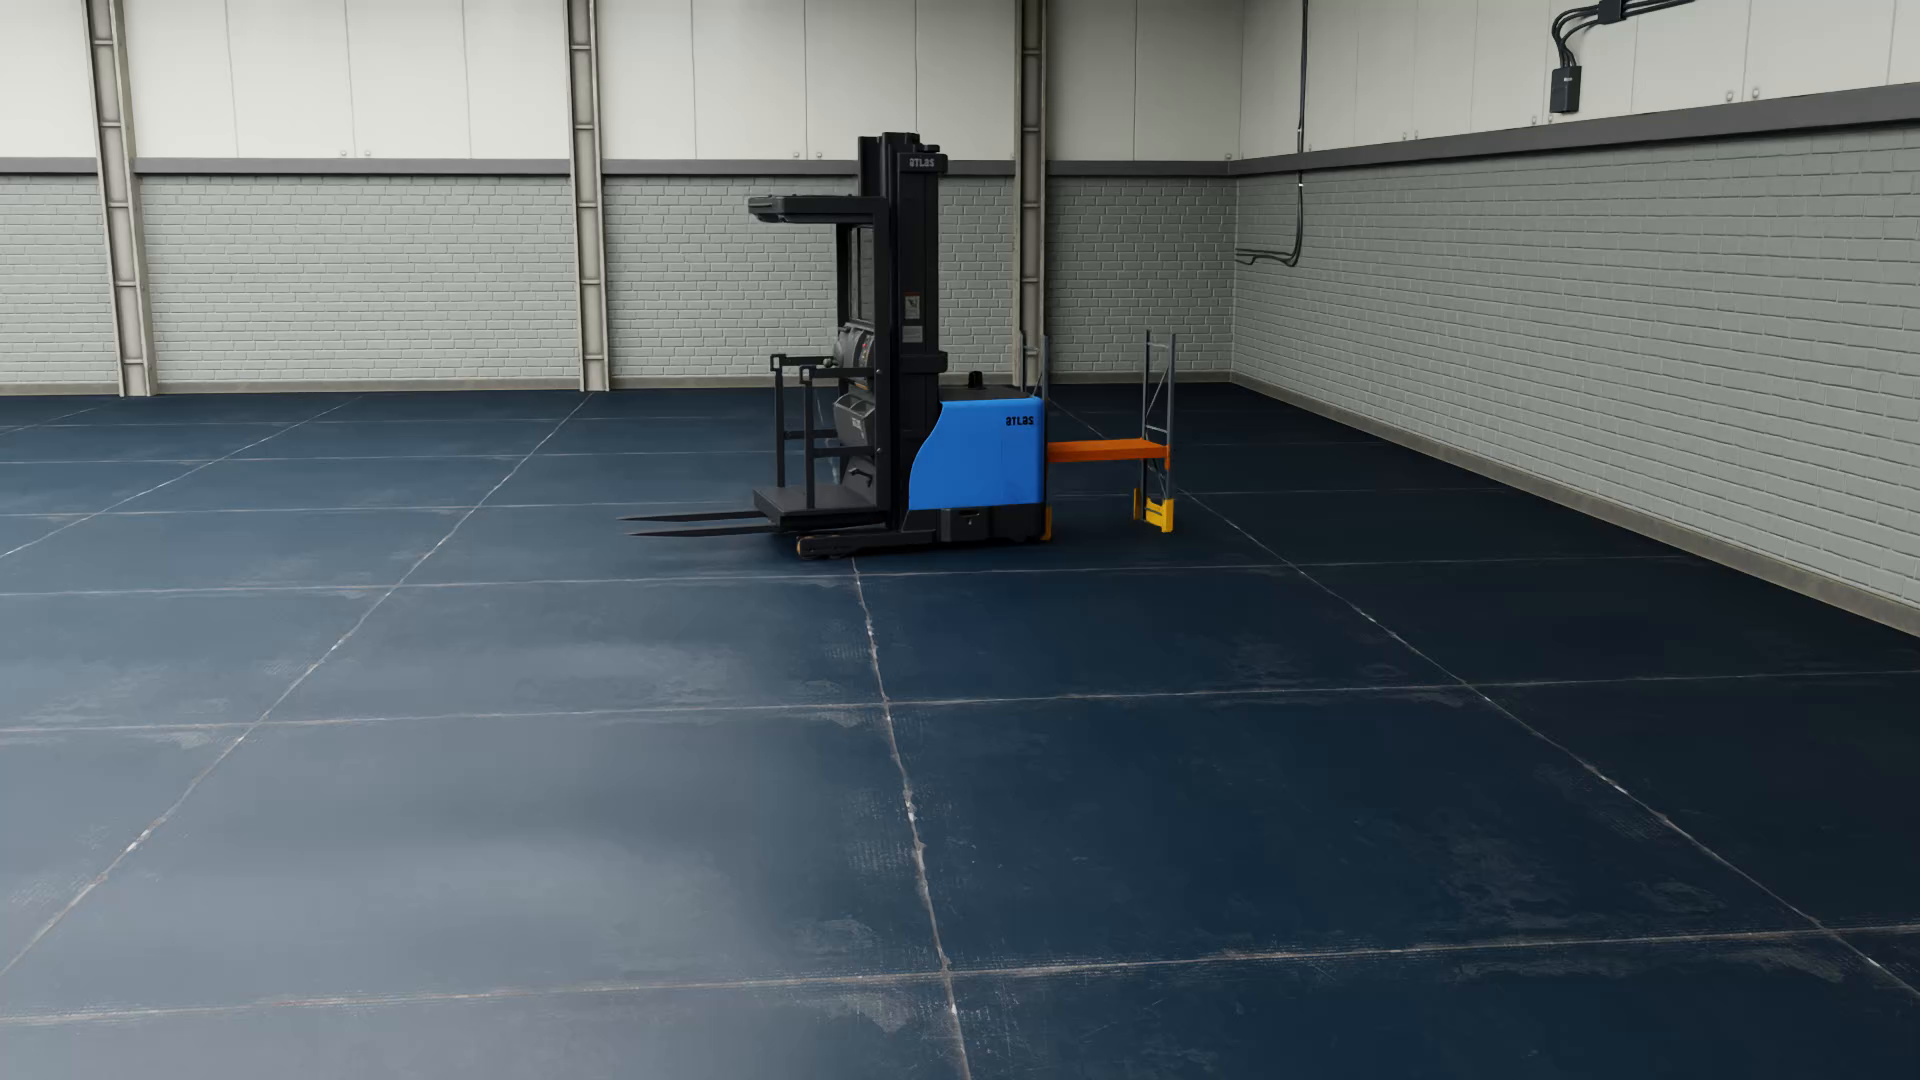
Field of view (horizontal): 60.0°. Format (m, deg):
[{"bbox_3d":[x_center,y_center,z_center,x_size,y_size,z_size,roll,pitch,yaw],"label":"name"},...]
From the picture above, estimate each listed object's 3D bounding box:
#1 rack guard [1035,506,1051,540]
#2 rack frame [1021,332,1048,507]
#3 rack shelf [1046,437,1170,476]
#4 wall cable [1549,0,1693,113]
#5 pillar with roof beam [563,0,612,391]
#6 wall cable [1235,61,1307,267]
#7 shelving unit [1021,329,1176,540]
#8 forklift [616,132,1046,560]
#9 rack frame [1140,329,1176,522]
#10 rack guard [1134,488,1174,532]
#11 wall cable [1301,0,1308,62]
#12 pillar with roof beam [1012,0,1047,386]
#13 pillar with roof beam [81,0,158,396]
[{"bbox_3d":[0.555,-0.178,12.623,0.087,0.250,0.587,-4,12,-18],"label":"rack guard"},{"bbox_3d":[0.554,-0.791,12.502,0.032,1.500,0.500,-4,12,-18],"label":"rack frame"},{"bbox_3d":[1.038,-0.645,12.691,1.000,0.185,0.538,-4,12,-18],"label":"rack shelf"},{"bbox_3d":[5.039,-6.261,12.070,0.169,6.003,2.305,-1,11,-6],"label":"wall cable"},{"bbox_3d":[-4.542,-5.655,17.802,0.400,9.000,9.100,-1,11,-6],"label":"pillar with roof beam"},{"bbox_3d":[4.029,-4.889,21.959,0.112,2.526,3.097,-1,11,-6],"label":"wall cable"},{"bbox_3d":[1.029,-0.820,12.654,1.083,1.500,0.587,-4,12,-18],"label":"shelving unit"},{"bbox_3d":[-0.946,-1.411,11.949,3.031,2.935,1.130,-4,12,-18],"label":"forklift"},{"bbox_3d":[1.521,-0.851,12.810,0.032,1.500,0.500,-4,12,-18],"label":"rack frame"},{"bbox_3d":[1.503,-0.237,12.925,0.087,0.250,0.587,-4,12,-18],"label":"rack guard"},{"bbox_3d":[4.322,-6.849,18.833,0.112,2.526,3.097,-1,11,-6],"label":"wall cable"},{"bbox_3d":[1.423,-5.779,18.438,0.400,9.000,9.100,-1,11,-6],"label":"pillar with roof beam"},{"bbox_3d":[-10.507,-5.530,17.167,0.400,9.000,9.100,-1,11,-6],"label":"pillar with roof beam"}]
